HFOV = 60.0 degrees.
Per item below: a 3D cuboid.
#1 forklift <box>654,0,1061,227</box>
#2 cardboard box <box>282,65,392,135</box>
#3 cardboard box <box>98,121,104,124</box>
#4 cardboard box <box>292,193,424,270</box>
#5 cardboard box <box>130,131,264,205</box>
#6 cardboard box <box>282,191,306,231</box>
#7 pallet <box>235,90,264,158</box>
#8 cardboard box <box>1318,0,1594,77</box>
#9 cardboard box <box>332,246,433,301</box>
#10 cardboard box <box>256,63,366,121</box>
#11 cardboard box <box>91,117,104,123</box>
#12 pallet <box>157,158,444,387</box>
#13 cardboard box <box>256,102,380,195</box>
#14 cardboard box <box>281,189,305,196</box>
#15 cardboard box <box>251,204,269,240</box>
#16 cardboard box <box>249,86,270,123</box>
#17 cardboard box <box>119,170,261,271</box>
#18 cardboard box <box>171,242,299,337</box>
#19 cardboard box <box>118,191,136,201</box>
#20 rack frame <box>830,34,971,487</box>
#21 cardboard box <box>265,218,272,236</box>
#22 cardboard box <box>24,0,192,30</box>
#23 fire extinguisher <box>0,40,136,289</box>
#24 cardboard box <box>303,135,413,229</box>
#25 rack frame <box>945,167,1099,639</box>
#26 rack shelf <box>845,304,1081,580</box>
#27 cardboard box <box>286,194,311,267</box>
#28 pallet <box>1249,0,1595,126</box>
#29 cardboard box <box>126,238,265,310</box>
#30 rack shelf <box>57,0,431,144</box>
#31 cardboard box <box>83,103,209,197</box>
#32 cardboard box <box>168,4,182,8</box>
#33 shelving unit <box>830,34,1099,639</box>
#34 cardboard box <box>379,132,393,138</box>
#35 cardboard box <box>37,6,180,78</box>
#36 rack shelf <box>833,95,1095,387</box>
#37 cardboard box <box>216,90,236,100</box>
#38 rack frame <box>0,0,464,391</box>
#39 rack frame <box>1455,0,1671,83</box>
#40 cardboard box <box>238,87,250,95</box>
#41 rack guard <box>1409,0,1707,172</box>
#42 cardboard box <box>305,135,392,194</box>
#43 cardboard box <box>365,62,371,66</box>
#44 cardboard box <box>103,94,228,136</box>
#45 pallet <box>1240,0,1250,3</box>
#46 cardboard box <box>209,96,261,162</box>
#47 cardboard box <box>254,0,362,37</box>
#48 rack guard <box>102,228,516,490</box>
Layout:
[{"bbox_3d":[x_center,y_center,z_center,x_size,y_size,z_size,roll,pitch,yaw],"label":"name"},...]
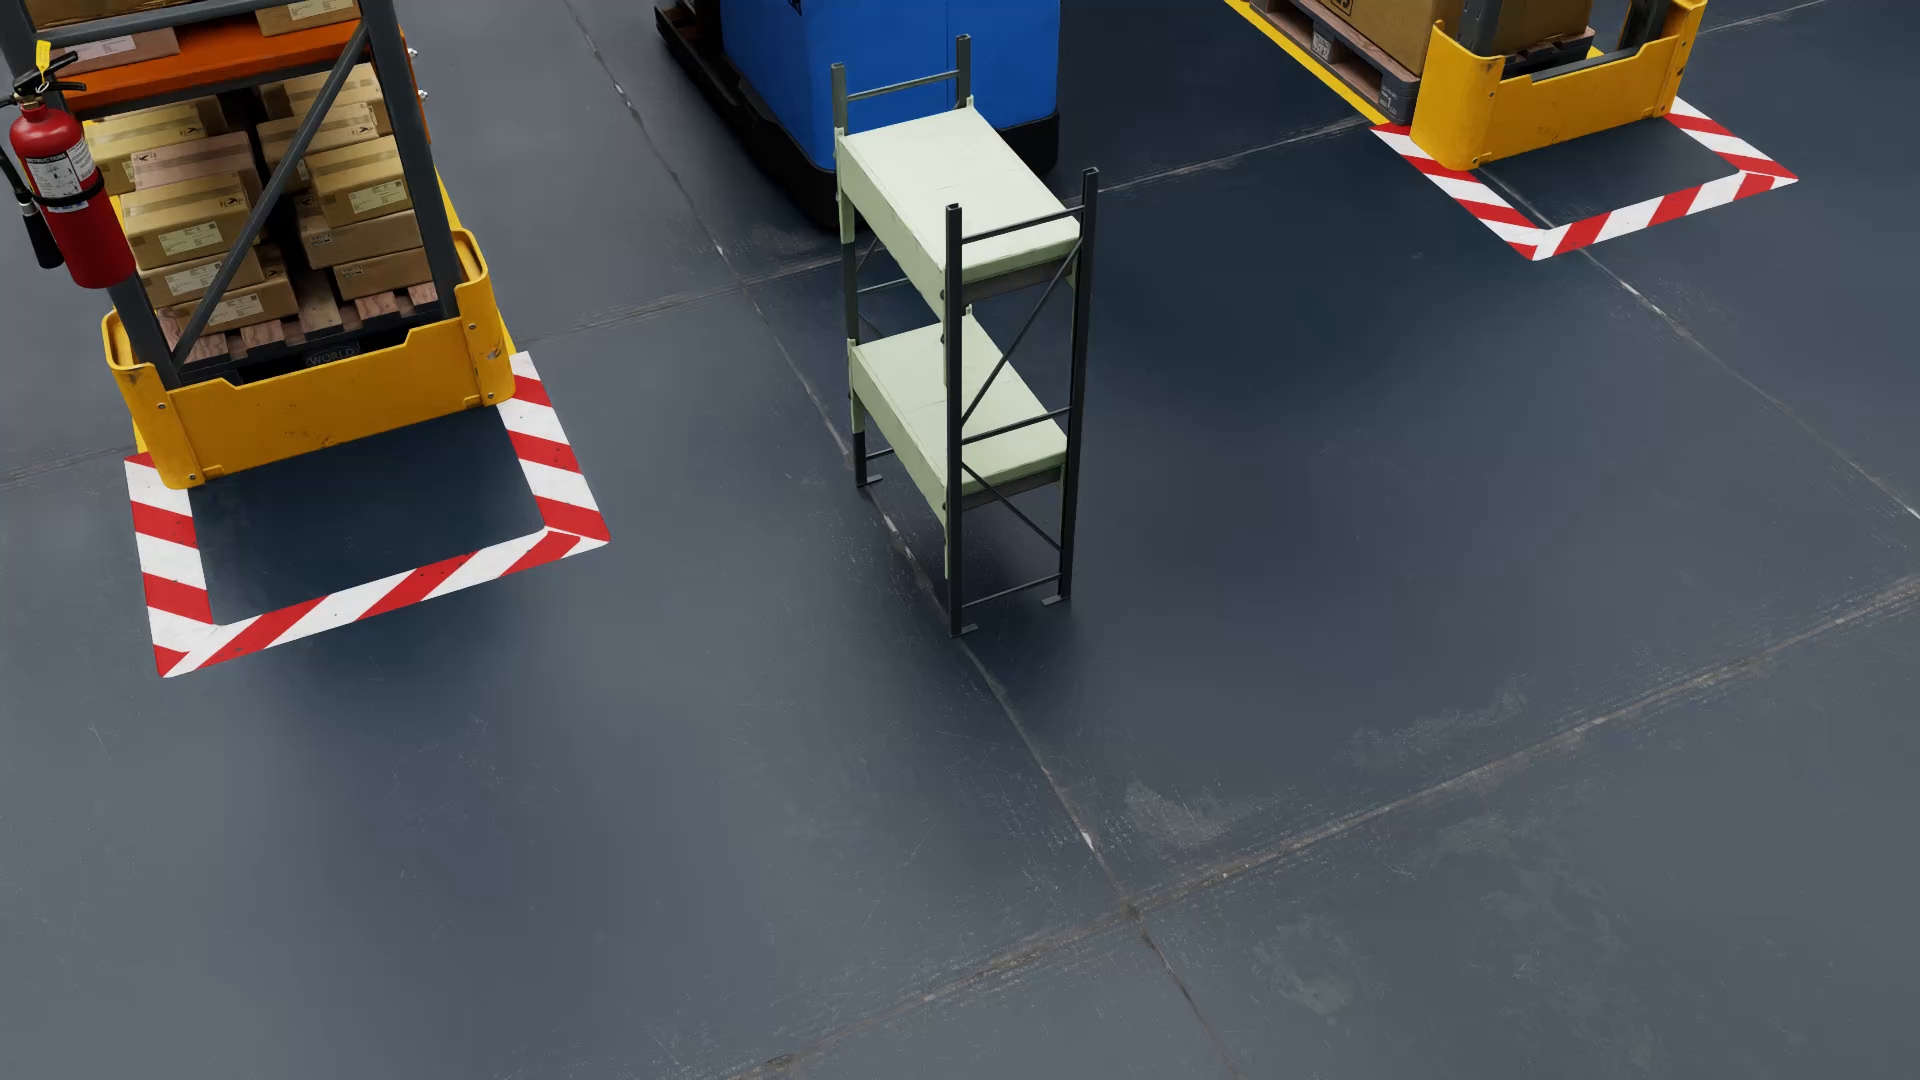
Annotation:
[{"bbox_3d":[-0.714,-3.280,6.487,1.130,2.935,3.031,-19,48,-18],"label":"forklift"},{"bbox_3d":[-2.218,-1.569,6.011,0.380,0.149,0.250,-18,47,-18],"label":"cardboard box"},{"bbox_3d":[-3.022,-1.599,6.254,0.380,0.149,0.250,-17,47,-17],"label":"cardboard box"},{"bbox_3d":[-2.079,-1.100,5.748,0.380,0.149,0.250,-16,47,-16],"label":"cardboard box"},{"bbox_3d":[-2.597,-1.236,5.674,0.380,0.149,0.250,-17,47,-17],"label":"cardboard box"},{"bbox_3d":[-2.316,-1.311,6.174,0.380,0.149,0.250,-18,47,-17],"label":"cardboard box"},{"bbox_3d":[-2.942,-1.810,6.934,1.003,0.211,1.213,-18,47,-17],"label":"pallet"},{"bbox_3d":[2.110,-2.627,6.991,0.875,0.875,0.875,-18,47,-17],"label":"cardboard box"},{"bbox_3d":[-2.021,-1.013,5.871,0.380,0.149,0.250,-17,47,-17],"label":"cardboard box"},{"bbox_3d":[-2.397,-1.702,6.147,0.380,0.149,0.250,-20,48,-19],"label":"cardboard box"},{"bbox_3d":[-3.036,-1.702,6.146,0.380,0.149,0.250,-16,47,-16],"label":"cardboard box"},{"bbox_3d":[-2.433,-1.034,6.147,1.003,0.211,1.213,-18,47,-17],"label":"pallet"},{"bbox_3d":[-2.228,-1.370,5.810,0.380,0.149,0.250,-17,47,-17],"label":"cardboard box"},{"bbox_3d":[-2.326,-1.421,6.073,0.380,0.149,0.250,-17,47,-17],"label":"cardboard box"},{"bbox_3d":[-2.633,-1.125,5.773,0.380,0.149,0.250,-19,48,-18],"label":"cardboard box"},{"bbox_3d":[-2.533,-1.757,6.414,0.380,0.149,0.250,-20,48,-19],"label":"cardboard box"},{"bbox_3d":[-2.544,-1.059,5.494,0.380,0.149,0.250,-18,47,-17],"label":"cardboard box"},{"bbox_3d":[-2.502,-0.858,5.715,0.380,0.149,0.250,-17,47,-17],"label":"cardboard box"},{"bbox_3d":[-2.792,-1.273,5.923,0.380,0.149,0.250,-20,48,-19],"label":"cardboard box"},{"bbox_3d":[-0.157,-0.771,4.964,0.400,1.500,0.023,-18,47,-17],"label":"rack frame"},{"bbox_3d":[-2.735,-1.186,6.047,0.380,0.149,0.250,-18,47,-18],"label":"cardboard box"},{"bbox_3d":[-2.514,-1.801,4.657,0.500,0.500,0.500,-17,47,-17],"label":"cardboard box"},{"bbox_3d":[-2.404,-0.992,4.441,0.296,0.674,0.183,-18,47,-17],"label":"fire extinguisher"},{"bbox_3d":[-2.003,-1.230,5.668,0.380,0.149,0.250,-20,48,-19],"label":"cardboard box"},{"bbox_3d":[0.151,-0.305,4.491,0.400,1.500,0.023,-18,47,-17],"label":"rack frame"},{"bbox_3d":[-0.003,-0.306,4.957,0.431,0.370,0.720,-18,47,-17],"label":"rack shelf"},{"bbox_3d":[-2.205,-1.155,6.016,0.380,0.149,0.250,-18,47,-18],"label":"cardboard box"},{"bbox_3d":[2.044,-2.344,7.475,1.003,0.211,1.213,-18,47,-17],"label":"pallet"},{"bbox_3d":[-2.572,-0.942,5.588,0.380,0.149,0.250,-19,48,-18],"label":"cardboard box"},{"bbox_3d":[-2.932,-2.468,6.128,1.077,0.370,4.000,-18,47,-17],"label":"rack shelf"},{"bbox_3d":[-2.821,-1.363,5.803,0.380,0.149,0.250,-19,48,-18],"label":"cardboard box"},{"bbox_3d":[-2.555,-1.654,4.969,0.380,0.149,0.250,-18,47,-17],"label":"cardboard box"},{"bbox_3d":[-0.003,-0.538,4.728,0.431,1.500,0.755,-18,47,-17],"label":"shelving unit"},{"bbox_3d":[-2.335,-1.616,6.271,0.380,0.149,0.250,-17,47,-16],"label":"cardboard box"},{"bbox_3d":[-2.485,-1.484,4.798,0.380,0.149,0.250,-18,47,-17],"label":"cardboard box"},{"bbox_3d":[-0.003,-0.816,4.453,0.431,0.370,0.720,-18,47,-17],"label":"rack shelf"},{"bbox_3d":[-3.149,-1.847,6.717,0.380,0.149,0.250,-17,47,-16],"label":"cardboard box"},{"bbox_3d":[-2.091,-1.450,4.583,1.000,3.000,0.127,-18,47,-17],"label":"rack frame"},{"bbox_3d":[2.452,-2.850,6.003,1.000,3.000,0.127,-18,47,-17],"label":"rack frame"},{"bbox_3d":[-2.684,-1.918,6.577,0.380,0.149,0.250,-16,47,-15],"label":"cardboard box"},{"bbox_3d":[2.462,-1.945,6.865,1.175,0.500,0.348,-18,47,-17],"label":"rack guard"},{"bbox_3d":[-2.142,-1.291,5.942,0.380,0.149,0.250,-18,47,-18],"label":"cardboard box"},{"bbox_3d":[-2.544,-1.826,6.695,0.380,0.149,0.250,-20,48,-19],"label":"cardboard box"},{"bbox_3d":[-2.873,-1.547,5.989,0.380,0.149,0.250,-20,48,-19],"label":"cardboard box"},{"bbox_3d":[1.535,-3.120,8.262,1.003,0.211,1.213,-18,47,-17],"label":"pallet"},{"bbox_3d":[-2.812,-1.474,6.128,0.380,0.149,0.250,-19,48,-18],"label":"cardboard box"},{"bbox_3d":[-1.930,-1.663,4.979,0.380,0.149,0.250,-18,48,-18],"label":"cardboard box"},{"bbox_3d":[-2.123,-0.608,5.510,1.175,0.500,0.348,-18,47,-17],"label":"rack guard"}]
